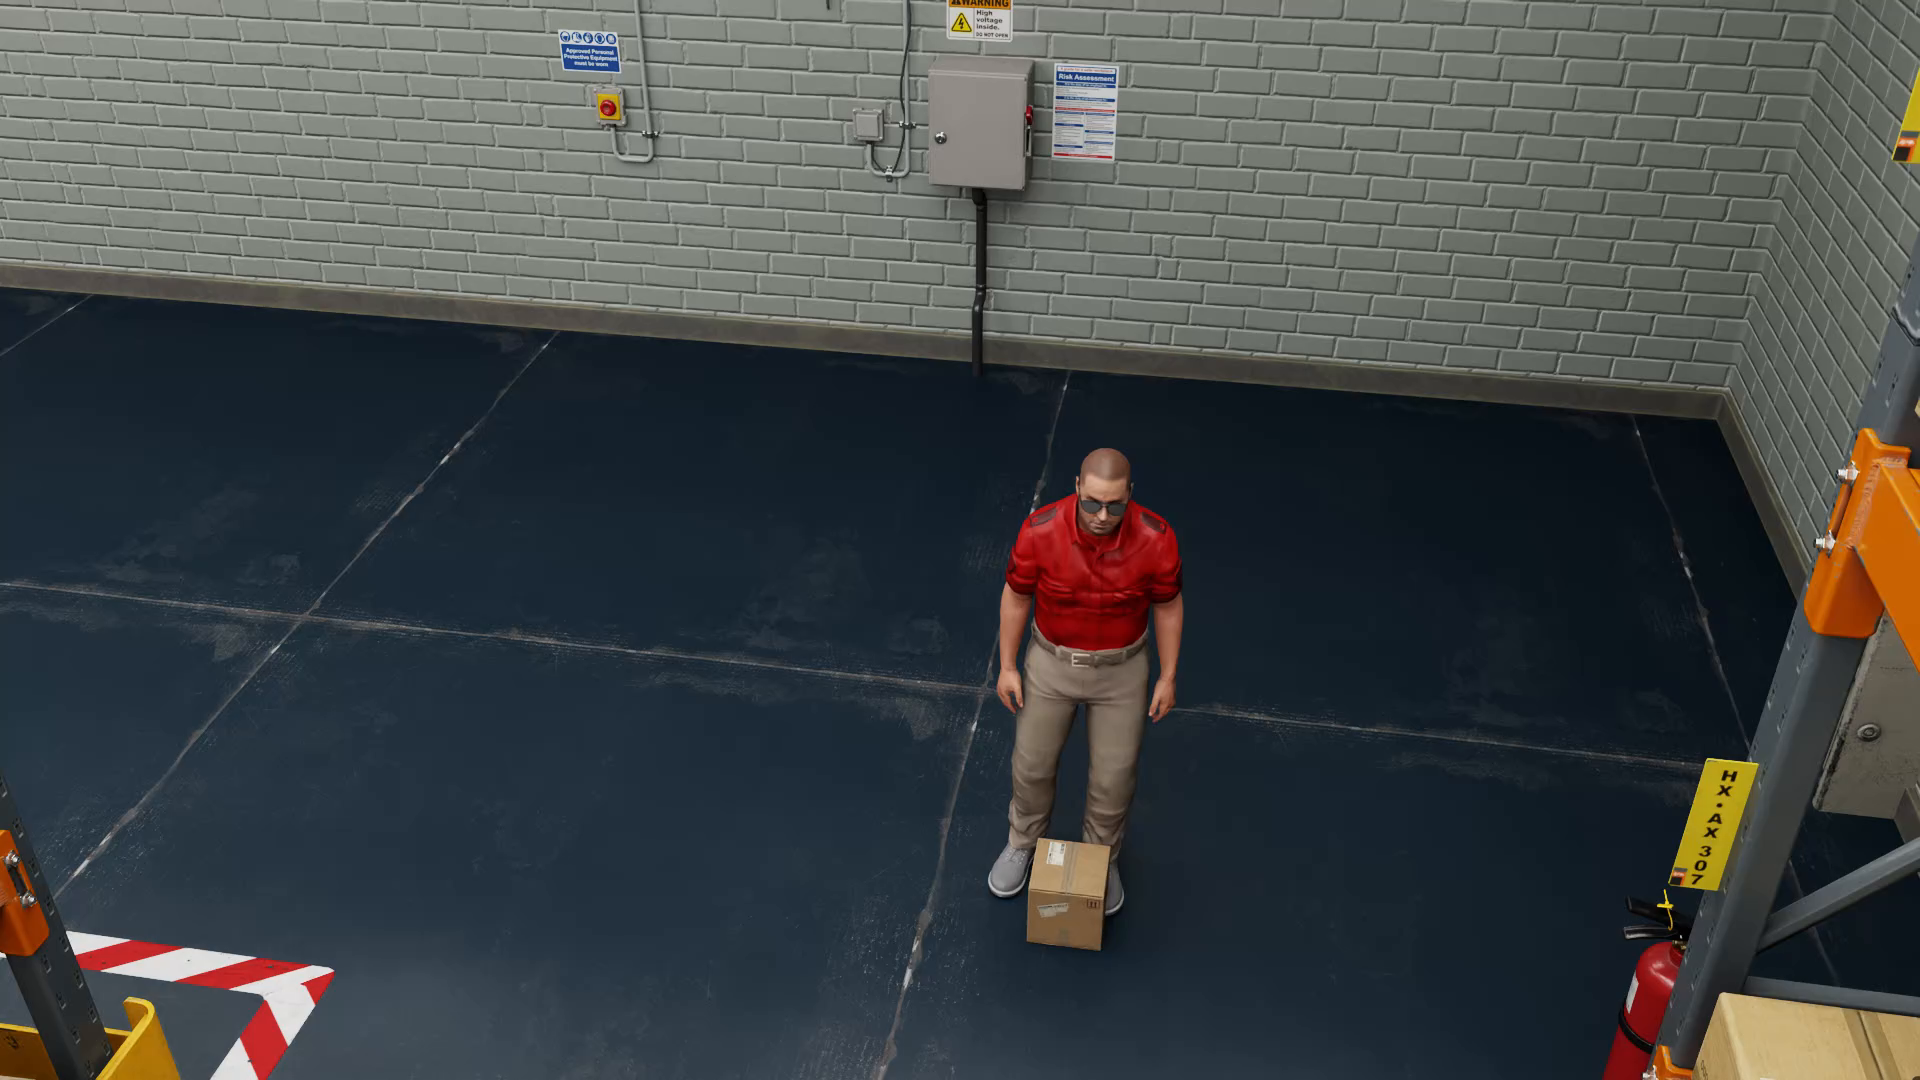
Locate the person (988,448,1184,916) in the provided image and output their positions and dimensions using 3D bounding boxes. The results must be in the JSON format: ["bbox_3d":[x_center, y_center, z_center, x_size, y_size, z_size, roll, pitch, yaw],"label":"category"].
[{"bbox_3d":[0.410,0.451,5.433,0.606,1.727,0.432,3,32,5],"label":"person"}]
